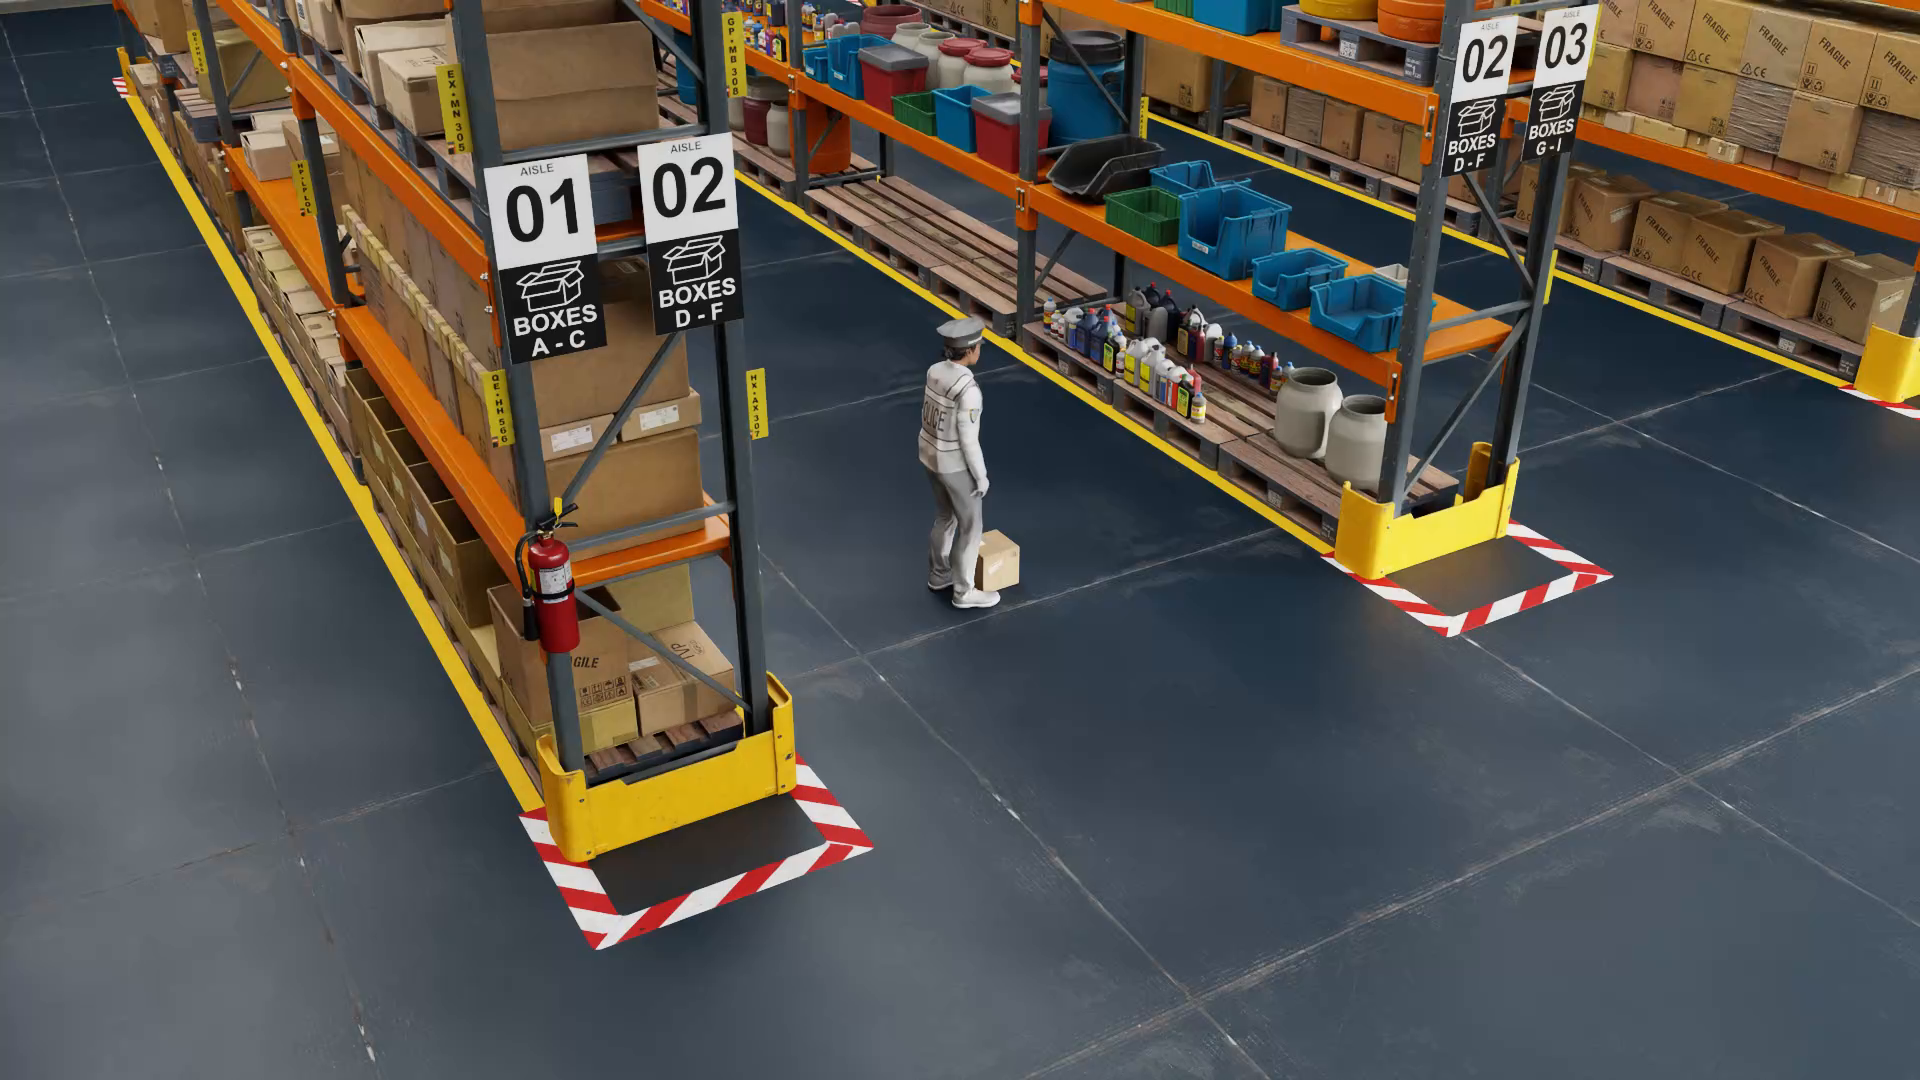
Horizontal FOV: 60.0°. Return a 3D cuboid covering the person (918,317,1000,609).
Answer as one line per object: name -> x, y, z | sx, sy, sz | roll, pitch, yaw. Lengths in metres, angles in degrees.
person -> -0.025, -0.426, 9.313 | 0.371, 1.663, 0.530 | -16, 33, -26
